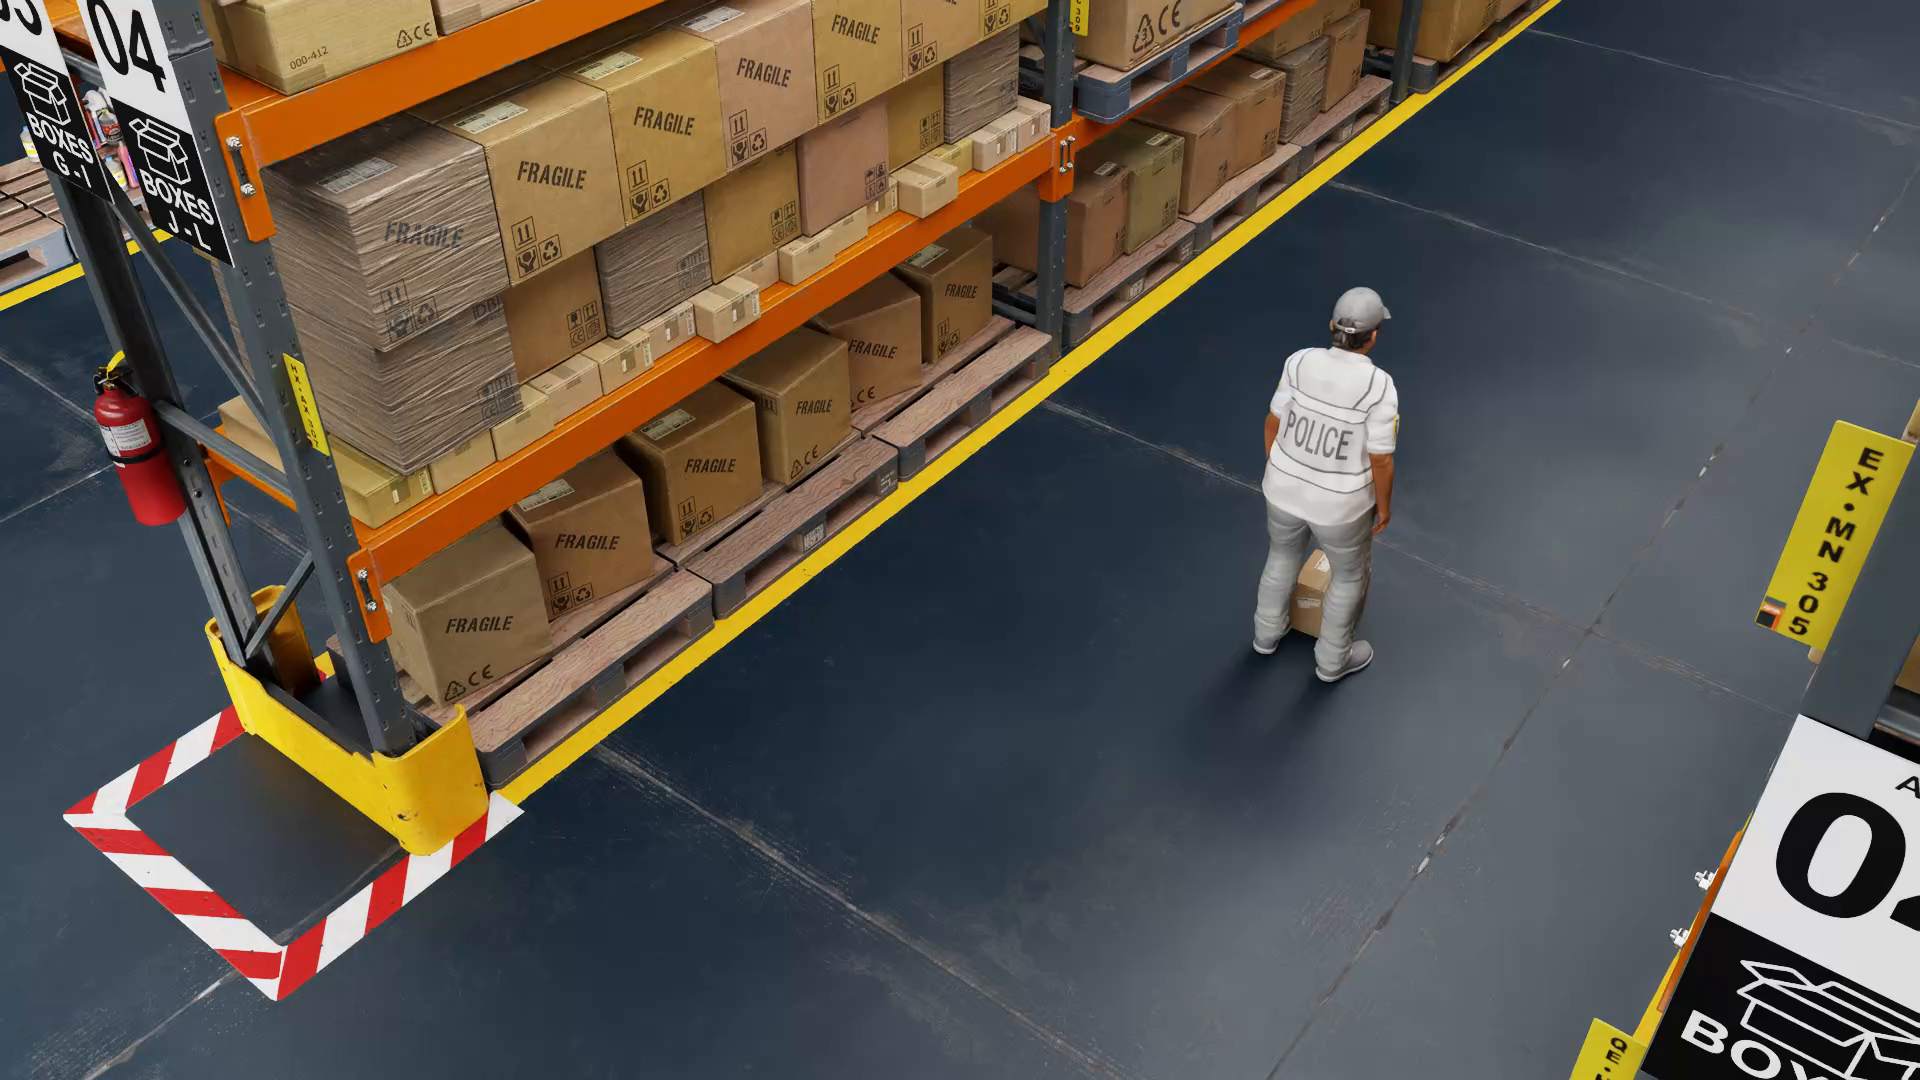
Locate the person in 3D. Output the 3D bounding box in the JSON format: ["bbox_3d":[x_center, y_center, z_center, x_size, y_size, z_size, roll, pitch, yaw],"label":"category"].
[{"bbox_3d":[1.396,-0.173,6.373,0.544,1.652,0.395,25,46,28],"label":"person"}]
